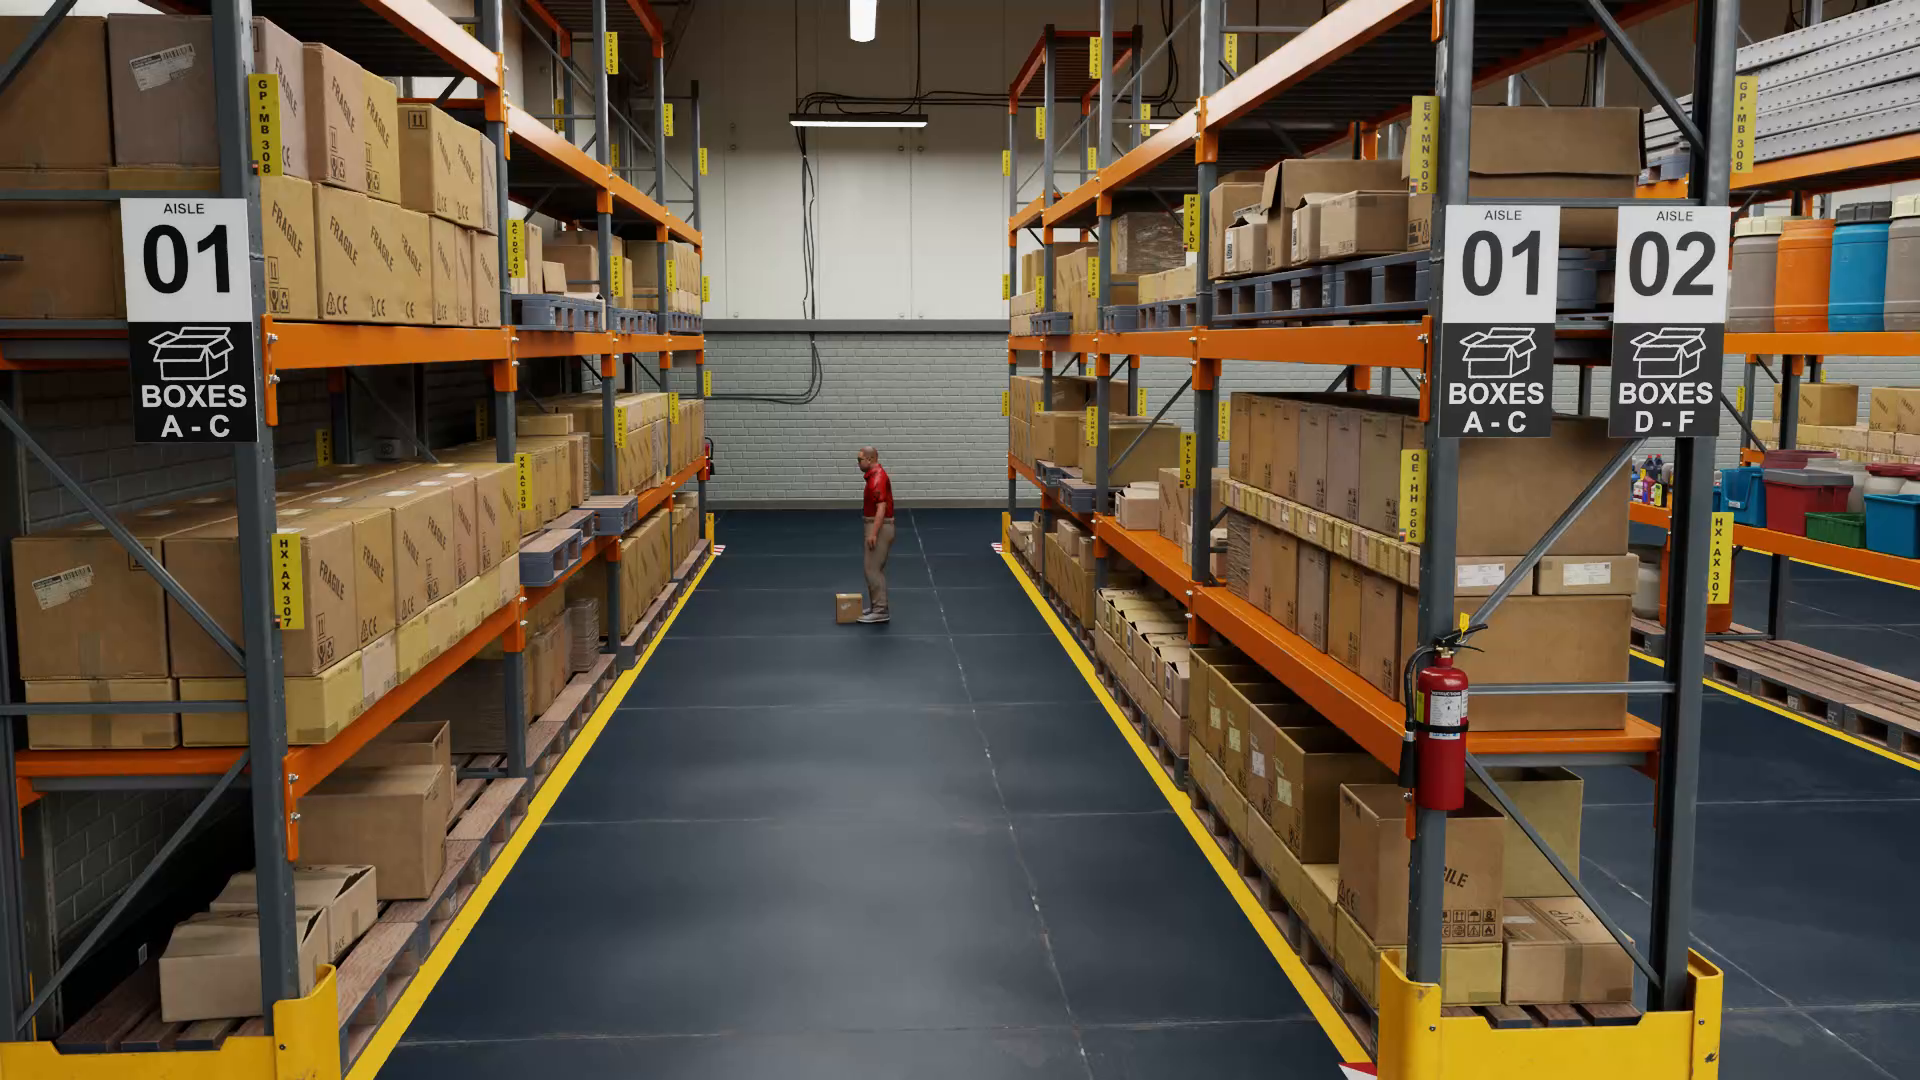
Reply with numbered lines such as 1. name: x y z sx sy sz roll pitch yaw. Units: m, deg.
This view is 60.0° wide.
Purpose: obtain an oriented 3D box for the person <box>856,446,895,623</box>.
1. person: -0.840 -0.066 16.354 0.389 1.726 0.584 -1 7 -5
